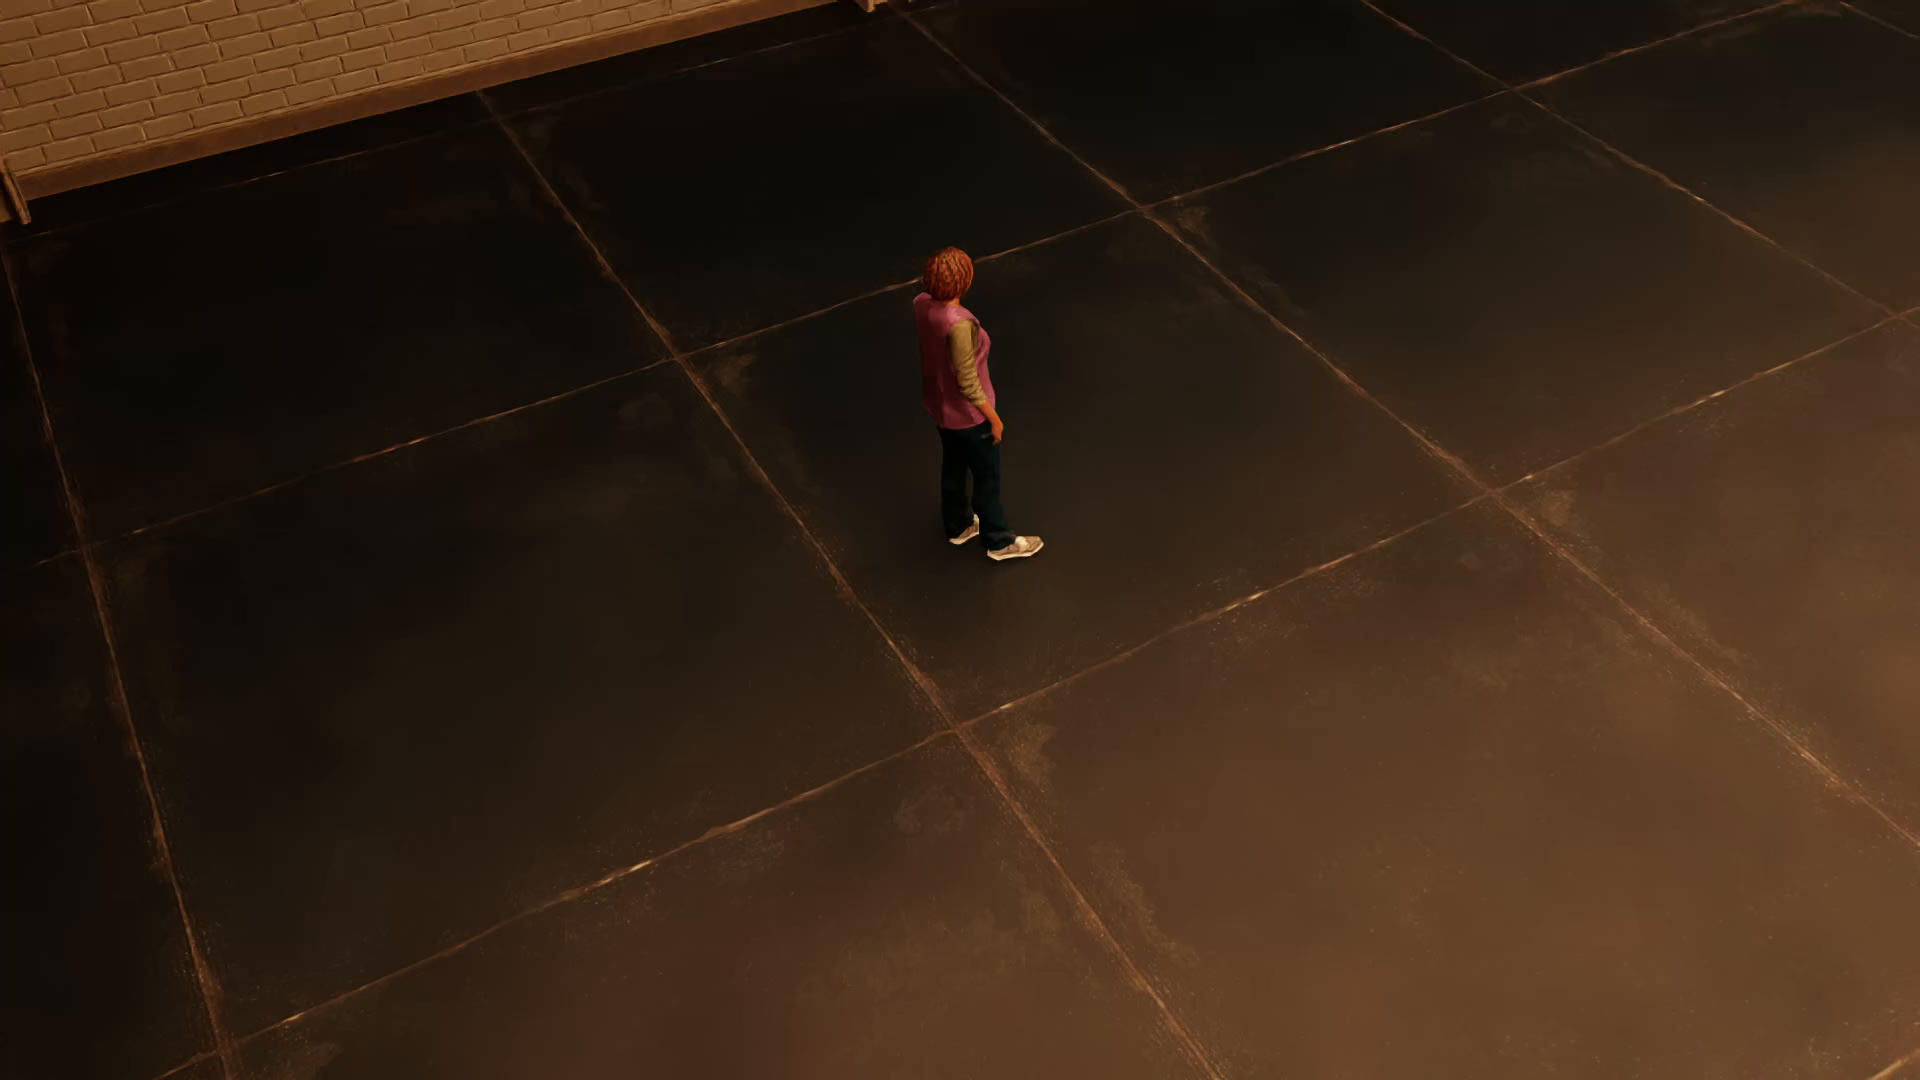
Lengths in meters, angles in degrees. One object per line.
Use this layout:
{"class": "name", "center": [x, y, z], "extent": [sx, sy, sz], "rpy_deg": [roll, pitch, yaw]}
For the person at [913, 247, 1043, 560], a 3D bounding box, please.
{"class": "person", "center": [0.071, -0.607, 7.324], "extent": [0.474, 1.597, 0.520], "rpy_deg": [-21, 47, -21]}
